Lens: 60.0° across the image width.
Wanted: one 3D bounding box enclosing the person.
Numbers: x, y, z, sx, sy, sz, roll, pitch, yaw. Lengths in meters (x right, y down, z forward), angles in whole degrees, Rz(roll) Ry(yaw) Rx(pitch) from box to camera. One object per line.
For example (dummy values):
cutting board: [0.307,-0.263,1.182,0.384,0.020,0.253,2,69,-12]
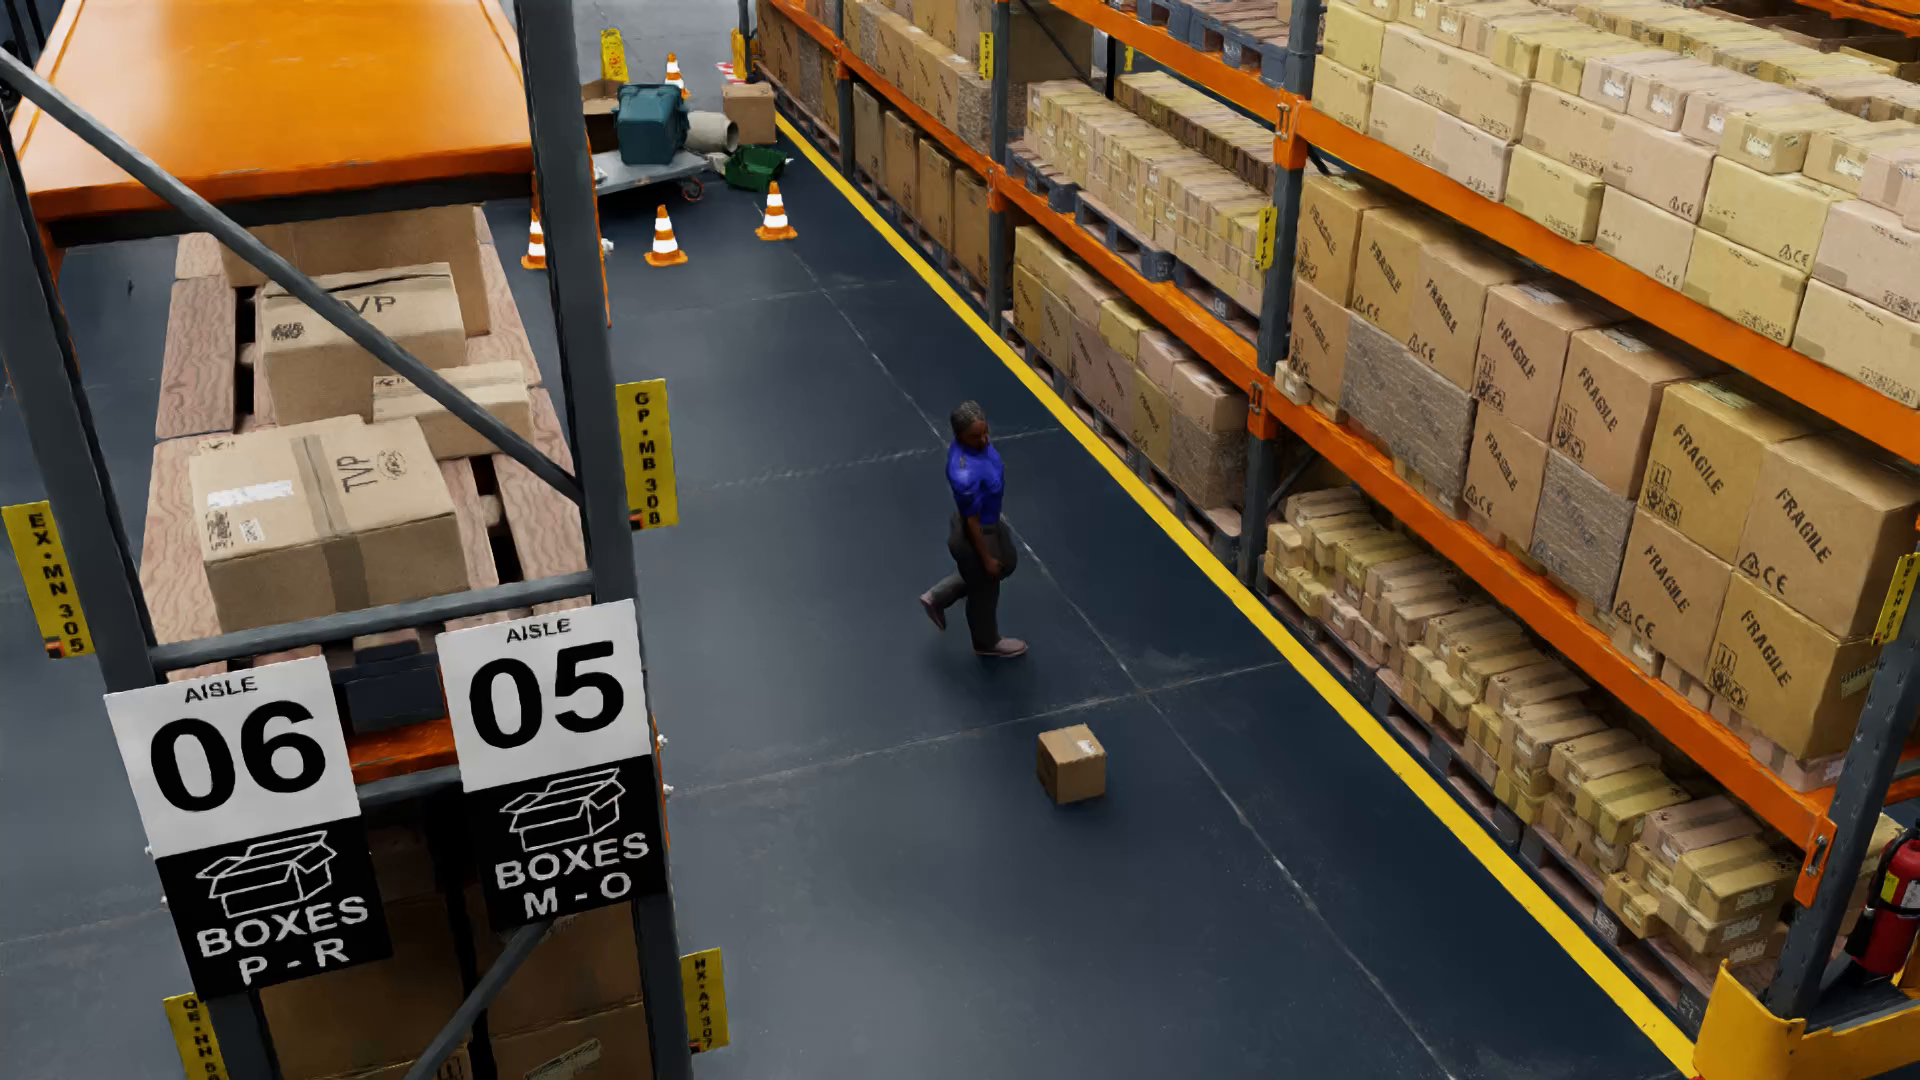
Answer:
person: [0.075,-0.032,8.412,0.579,1.611,0.571,0,30,-1]
